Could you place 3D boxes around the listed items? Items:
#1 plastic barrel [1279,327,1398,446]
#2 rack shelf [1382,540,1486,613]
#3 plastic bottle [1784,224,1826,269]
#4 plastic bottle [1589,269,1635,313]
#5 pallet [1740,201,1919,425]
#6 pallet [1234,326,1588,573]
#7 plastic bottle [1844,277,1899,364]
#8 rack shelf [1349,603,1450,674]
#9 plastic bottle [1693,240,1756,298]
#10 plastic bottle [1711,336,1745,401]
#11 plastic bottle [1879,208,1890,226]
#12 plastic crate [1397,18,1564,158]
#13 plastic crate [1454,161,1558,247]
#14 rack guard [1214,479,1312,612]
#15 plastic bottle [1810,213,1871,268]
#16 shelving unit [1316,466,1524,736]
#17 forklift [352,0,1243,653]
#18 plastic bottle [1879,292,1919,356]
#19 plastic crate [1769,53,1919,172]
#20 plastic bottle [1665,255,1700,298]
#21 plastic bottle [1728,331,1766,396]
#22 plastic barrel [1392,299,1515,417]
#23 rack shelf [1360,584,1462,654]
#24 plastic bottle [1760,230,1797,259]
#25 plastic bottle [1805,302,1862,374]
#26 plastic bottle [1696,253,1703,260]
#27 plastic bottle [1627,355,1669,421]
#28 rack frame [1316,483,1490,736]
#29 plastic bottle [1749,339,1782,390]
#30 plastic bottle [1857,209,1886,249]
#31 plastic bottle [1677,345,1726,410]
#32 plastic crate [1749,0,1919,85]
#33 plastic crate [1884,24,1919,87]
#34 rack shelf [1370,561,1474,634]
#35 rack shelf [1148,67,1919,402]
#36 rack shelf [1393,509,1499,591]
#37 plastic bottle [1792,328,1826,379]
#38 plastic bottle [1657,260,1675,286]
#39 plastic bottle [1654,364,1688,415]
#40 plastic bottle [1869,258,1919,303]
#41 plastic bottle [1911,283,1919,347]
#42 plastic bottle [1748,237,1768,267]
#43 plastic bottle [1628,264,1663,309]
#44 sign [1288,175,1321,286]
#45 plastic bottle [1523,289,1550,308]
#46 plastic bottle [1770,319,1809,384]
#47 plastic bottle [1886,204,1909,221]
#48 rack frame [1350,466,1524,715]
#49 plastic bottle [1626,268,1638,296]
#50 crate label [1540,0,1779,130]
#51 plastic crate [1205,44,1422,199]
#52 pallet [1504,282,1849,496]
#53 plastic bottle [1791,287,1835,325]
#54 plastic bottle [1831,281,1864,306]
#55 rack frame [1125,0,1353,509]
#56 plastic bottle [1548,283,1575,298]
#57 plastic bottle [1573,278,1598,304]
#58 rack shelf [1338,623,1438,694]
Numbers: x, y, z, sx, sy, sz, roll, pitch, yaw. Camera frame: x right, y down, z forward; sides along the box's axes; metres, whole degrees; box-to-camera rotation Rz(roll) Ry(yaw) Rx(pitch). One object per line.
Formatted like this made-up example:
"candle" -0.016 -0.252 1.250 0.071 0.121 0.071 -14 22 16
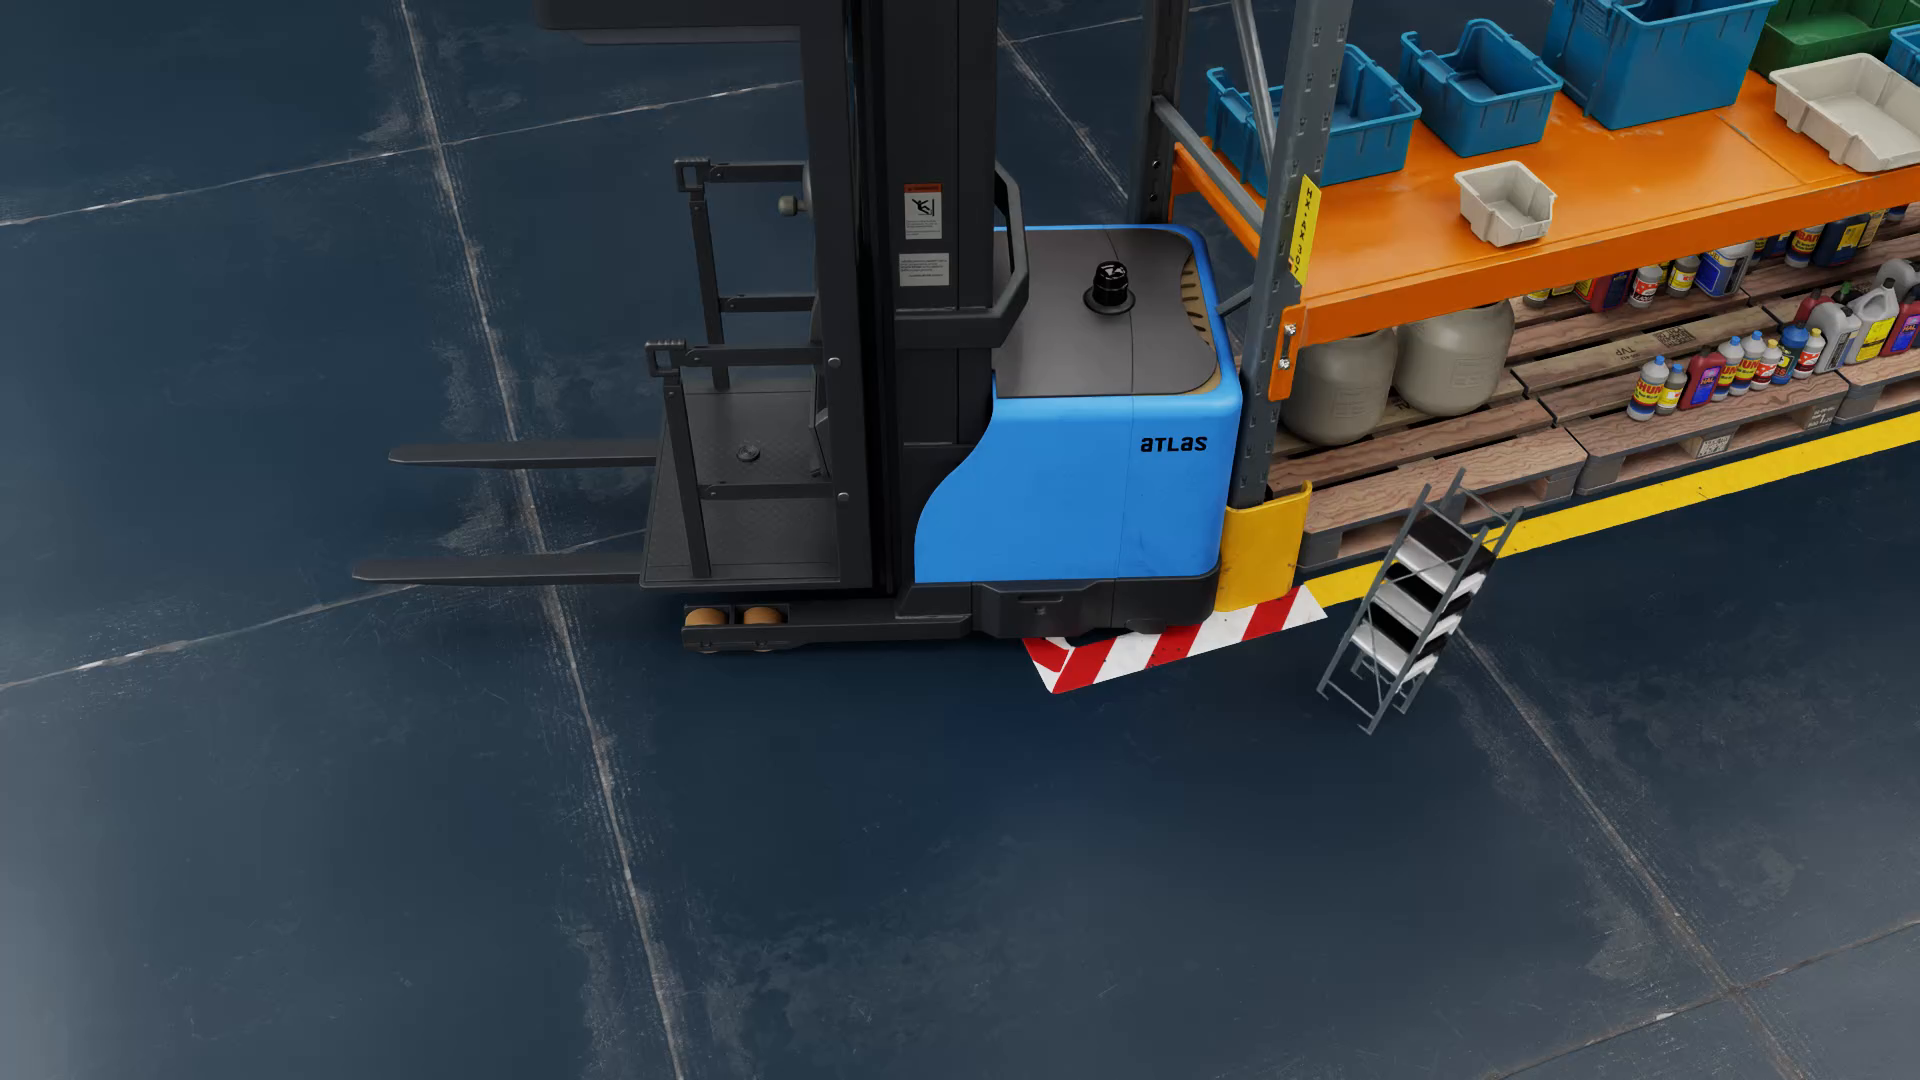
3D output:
"plastic barrel" 1.410 -0.646 6.236 0.421 0.512 0.421 0 45 0
"rack shelf" 1.506 0.098 5.287 0.200 0.077 0.258 -21 52 -40
"plastic bottle" 3.584 -1.288 7.032 0.097 0.271 0.097 0 45 0
"plastic bottle" 2.678 -1.069 6.804 0.133 0.283 0.061 -14 47 -14
"pallet" 3.933 -1.011 7.108 1.213 0.211 1.003 -14 47 -14
"pallet" 1.638 -0.424 6.523 1.213 0.211 1.003 -14 47 -14
"plastic bottle" 3.587 -0.878 6.567 0.185 0.351 0.144 -15 47 -14
"rack shelf" 1.440 0.303 5.450 0.200 0.077 0.258 -21 52 -40
"plastic bottle" 3.176 -1.165 6.905 0.135 0.276 0.152 -14 47 -14
"plastic bottle" 2.950 -0.670 6.416 0.097 0.271 0.097 0 45 0
"plastic bottle" 4.035 -1.487 7.280 0.097 0.201 0.097 0 45 0
"plastic crate" 1.799 -1.586 5.818 0.408 0.251 0.499 -14 47 -14
"plastic crate" 1.768 -1.075 5.389 0.250 0.136 0.298 -14 47 -14
"rack guard" 0.872 -0.334 6.230 0.348 0.500 1.175 -14 47 -14
"plastic bottle" 3.728 -1.335 7.023 0.185 0.351 0.144 -14 47 -14
"shelving unit" 1.470 0.209 5.375 0.210 0.900 0.258 -21 52 -40
"forklift" -0.623 -1.020 5.197 3.031 2.935 1.130 -1 45 -1
"plastic bottle" 3.752 -0.865 6.602 0.133 0.283 0.061 -11 46 -11
"plastic crate" 3.138 -1.477 5.790 0.437 0.136 0.530 -14 47 -14
"plastic bottle" 3.009 -1.116 6.910 0.097 0.201 0.097 0 45 0
"plastic bottle" 3.044 -0.694 6.440 0.097 0.271 0.097 0 45 0
"plastic barrel" 1.881 -0.767 6.356 0.421 0.512 0.421 0 45 0
"rack shelf" 1.462 0.234 5.395 0.200 0.077 0.258 -21 52 -40
"plastic bottle" 3.501 -1.386 7.073 0.185 0.351 0.144 -16 47 -16
"plastic bottle" 3.433 -0.815 6.557 0.135 0.276 0.152 -14 47 -13
"plastic bottle" 3.102 -1.284 6.971 0.185 0.351 0.144 -15 47 -14
"plastic bottle" 2.628 -0.587 6.333 0.097 0.271 0.097 0 45 0
"rack frame" 1.397 0.237 5.310 0.006 0.900 0.240 -21 52 -40
"plastic bottle" 3.138 -0.693 6.488 0.097 0.201 0.097 0 45 0
"plastic bottle" 3.872 -1.374 7.109 0.133 0.283 0.061 -14 47 -14
"plastic bottle" 2.847 -0.634 6.371 0.133 0.283 0.061 -14 47 -13
"plastic crate" 3.206 -1.916 6.191 0.662 0.188 0.450 -14 47 -14
"plastic crate" 3.630 -1.629 5.861 0.616 0.251 0.499 -14 47 -14
"rack shelf" 1.484 0.166 5.341 0.200 0.077 0.258 -21 52 -40
"rack shelf" 2.698 -1.394 6.029 4.000 0.370 1.077 -14 47 -14
"rack shelf" 1.528 0.030 5.233 0.200 0.077 0.258 -21 52 -40
"plastic bottle" 3.331 -0.743 6.537 0.097 0.201 0.097 0 45 0
"plastic bottle" 2.927 -1.239 6.927 0.185 0.351 0.144 -13 46 -12
"plastic bottle" 2.725 -0.588 6.383 0.097 0.201 0.097 0 45 0
"plastic bottle" 3.817 -1.022 6.763 0.135 0.276 0.152 -14 47 -14
"plastic bottle" 3.891 -0.956 6.645 0.185 0.351 0.144 -17 47 -16
"plastic bottle" 3.376 -1.298 7.041 0.097 0.271 0.097 0 45 0
"plastic bottle" 2.832 -1.065 6.859 0.097 0.201 0.097 0 45 0
"sign" 0.999 -0.897 4.831 0.005 0.325 0.100 -14 47 -14
"plastic bottle" 2.395 -1.068 6.862 0.097 0.201 0.097 0 45 0
"plastic bottle" 3.235 -0.743 6.488 0.097 0.271 0.097 0 45 0
"plastic bottle" 4.131 -1.536 7.279 0.097 0.271 0.097 0 45 0
"rack frame" 1.543 0.181 5.440 0.006 0.900 0.240 -21 52 -40
"plastic bottle" 2.772 -1.170 6.911 0.135 0.276 0.152 -16 47 -15
"crate label" 2.456 -1.802 5.903 0.616 0.435 0.502 -14 47 -14
"plastic crate" 1.186 -1.434 5.667 0.616 0.251 0.499 -14 47 -14
"pallet" 2.784 -0.715 6.813 1.213 0.211 1.003 -14 47 -14
"plastic bottle" 3.396 -0.889 6.625 0.133 0.283 0.061 -14 47 -14
"plastic bottle" 3.528 -0.917 6.653 0.133 0.283 0.061 -14 47 -14
"rack frame" 0.817 -1.167 5.295 0.127 3.000 1.000 -14 47 -14
"plastic bottle" 2.499 -1.137 6.873 0.133 0.283 0.061 -13 47 -13
"plastic bottle" 2.642 -1.137 6.878 0.135 0.276 0.152 -14 47 -14
"rack shelf" 1.417 0.371 5.504 0.200 0.077 0.258 -21 52 -40
